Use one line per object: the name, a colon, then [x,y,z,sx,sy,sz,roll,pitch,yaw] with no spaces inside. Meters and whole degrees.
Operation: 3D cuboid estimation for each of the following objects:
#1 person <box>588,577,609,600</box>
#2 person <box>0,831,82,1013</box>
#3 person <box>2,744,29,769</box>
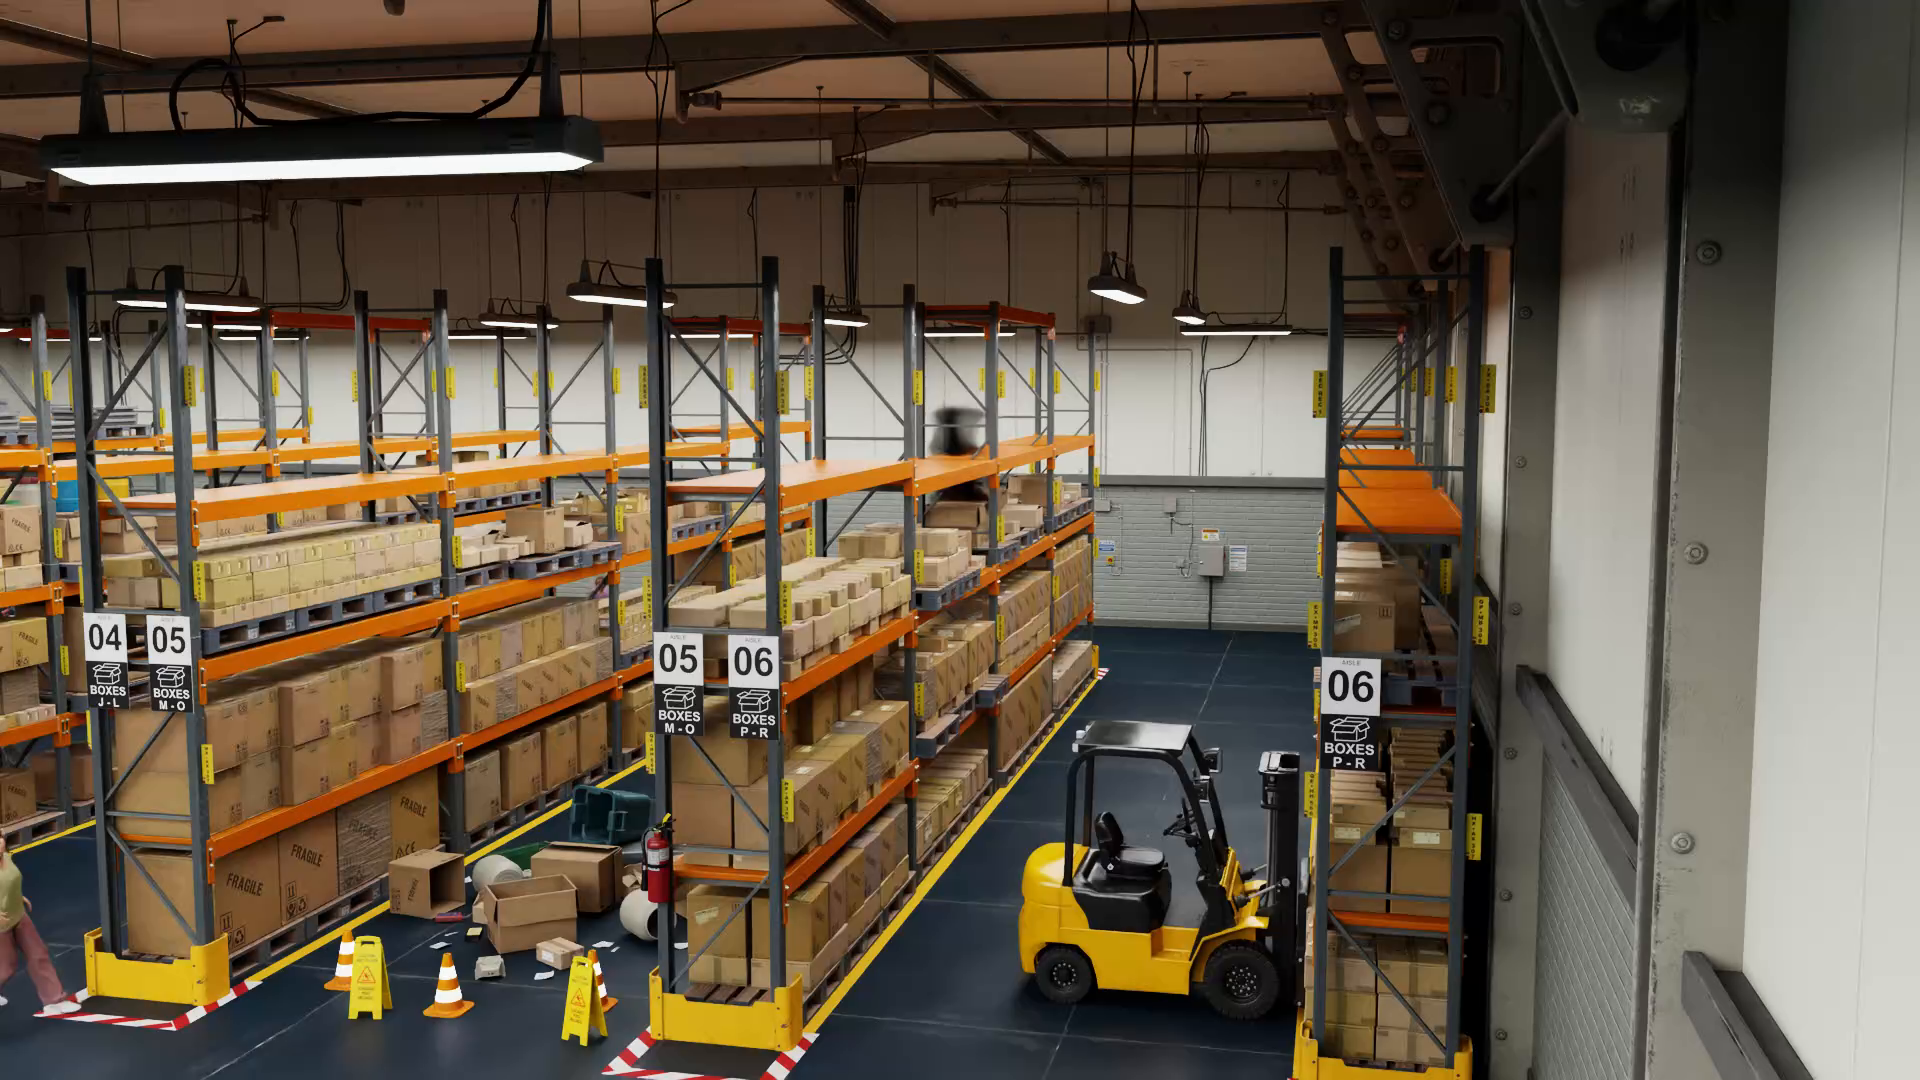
person: [-6.359,1.411,29.521,0.536,1.585,0.975,0,6,0]
person: [-7.555,3.024,13.101,0.888,1.606,0.662,1,6,11]
person: [-11.841,2.212,20.496,0.632,1.727,0.993,1,6,11]
